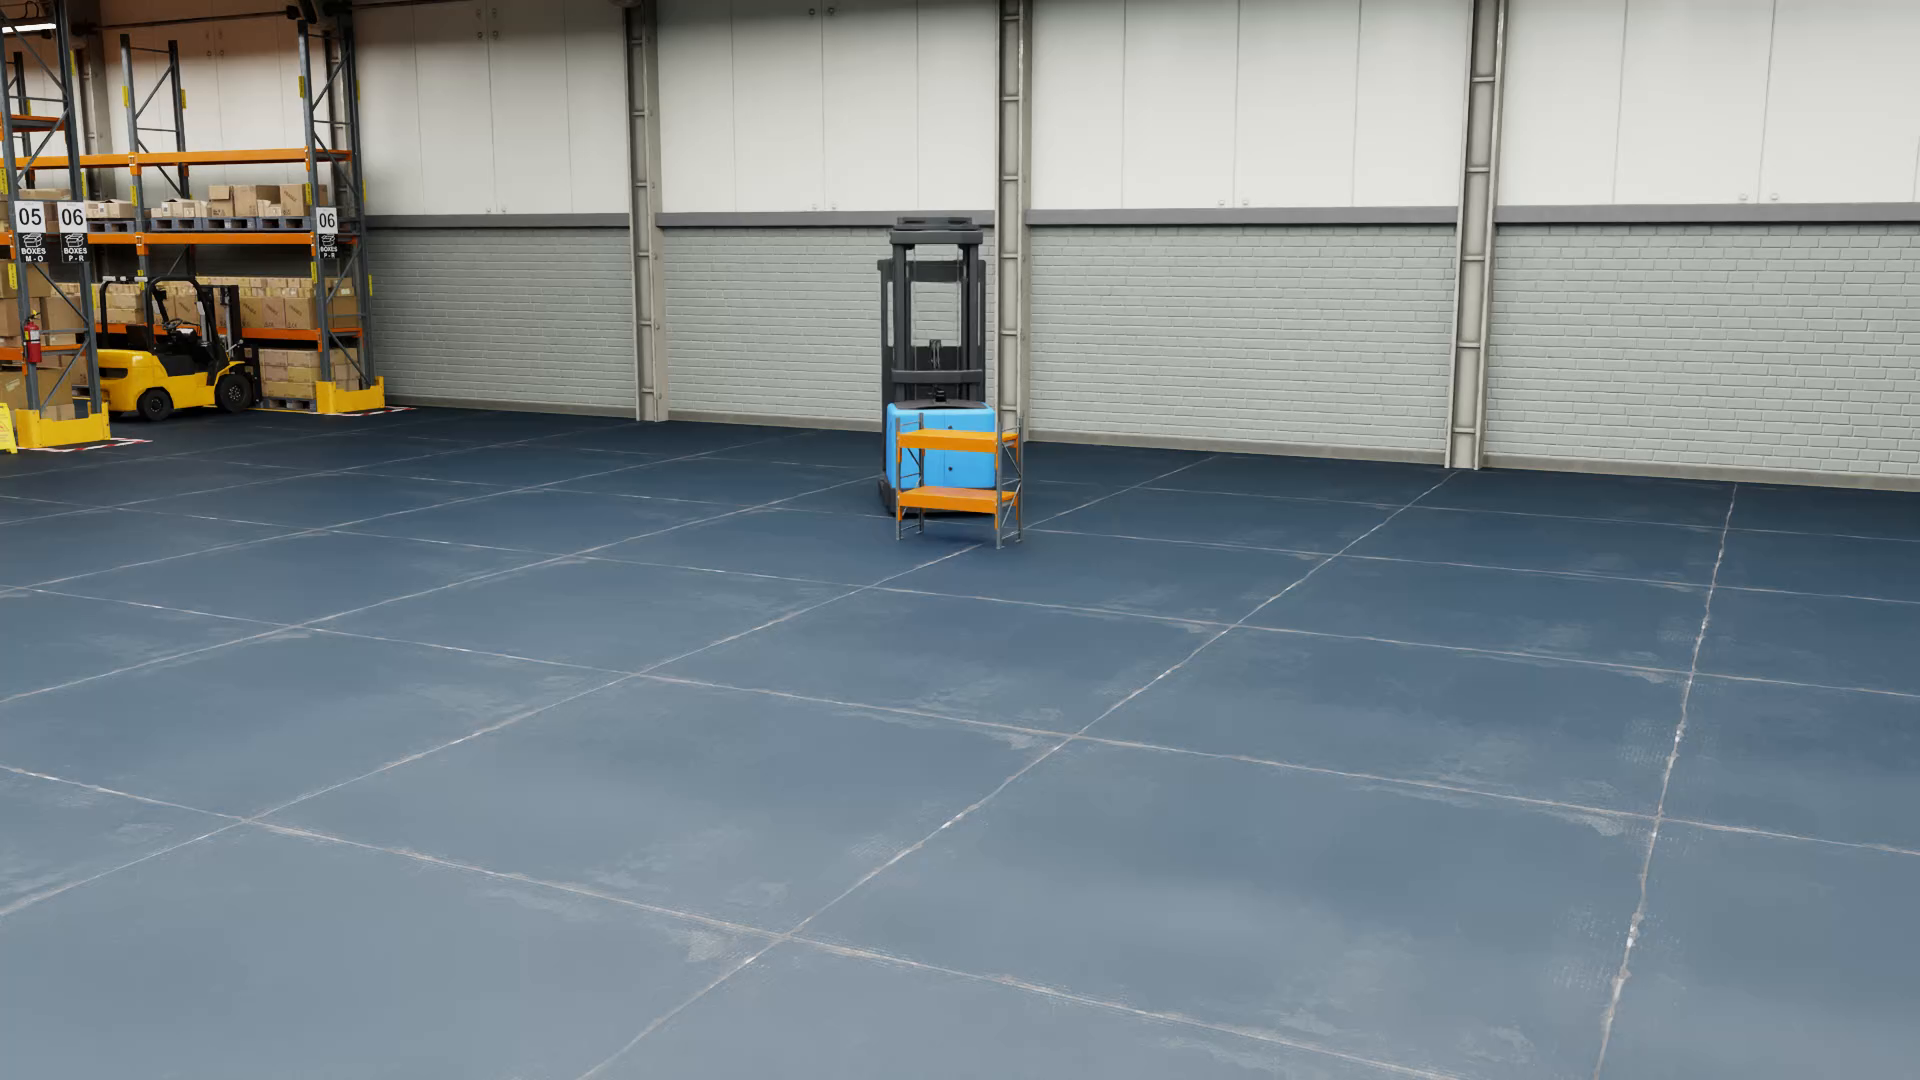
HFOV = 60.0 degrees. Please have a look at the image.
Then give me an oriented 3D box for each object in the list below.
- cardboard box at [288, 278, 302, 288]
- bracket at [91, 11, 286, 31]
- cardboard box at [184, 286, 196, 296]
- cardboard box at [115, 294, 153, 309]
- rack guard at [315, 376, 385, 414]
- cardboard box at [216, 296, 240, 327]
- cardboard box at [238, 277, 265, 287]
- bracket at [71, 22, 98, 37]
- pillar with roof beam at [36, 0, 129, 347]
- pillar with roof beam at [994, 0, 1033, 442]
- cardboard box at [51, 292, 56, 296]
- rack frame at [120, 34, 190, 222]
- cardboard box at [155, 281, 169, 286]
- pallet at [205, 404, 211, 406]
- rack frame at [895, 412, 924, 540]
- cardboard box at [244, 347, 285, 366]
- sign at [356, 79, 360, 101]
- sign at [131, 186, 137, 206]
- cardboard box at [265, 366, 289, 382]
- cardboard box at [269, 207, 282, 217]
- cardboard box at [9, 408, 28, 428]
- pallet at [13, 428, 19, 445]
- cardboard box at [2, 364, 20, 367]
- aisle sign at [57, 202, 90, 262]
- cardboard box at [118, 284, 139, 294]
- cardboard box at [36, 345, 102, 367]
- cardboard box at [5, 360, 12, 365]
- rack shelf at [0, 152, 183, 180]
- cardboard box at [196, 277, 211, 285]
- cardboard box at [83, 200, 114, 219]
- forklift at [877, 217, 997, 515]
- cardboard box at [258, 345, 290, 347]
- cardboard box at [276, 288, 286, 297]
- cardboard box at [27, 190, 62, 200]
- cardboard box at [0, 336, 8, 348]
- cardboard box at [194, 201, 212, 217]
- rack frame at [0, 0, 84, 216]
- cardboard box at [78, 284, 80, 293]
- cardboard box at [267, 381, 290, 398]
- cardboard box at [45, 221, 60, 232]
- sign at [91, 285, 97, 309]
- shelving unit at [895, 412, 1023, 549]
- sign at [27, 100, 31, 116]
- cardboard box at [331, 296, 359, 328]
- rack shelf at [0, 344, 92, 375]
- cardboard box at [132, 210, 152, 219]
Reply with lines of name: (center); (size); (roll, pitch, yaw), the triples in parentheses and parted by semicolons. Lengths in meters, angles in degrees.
cardboard box: (-10.481, -4.100, 26.522); (0.250, 0.149, 0.380); (5, 11, 26)
bracket: (-12.897, -8.677, 27.798); (4.783, 0.066, 0.076); (5, 11, 26)
cardboard box: (-12.582, -4.125, 27.496); (0.250, 0.149, 0.380); (5, 12, 27)
cardboard box: (-13.972, -4.061, 28.264); (0.500, 0.250, 0.500); (5, 11, 25)
rack guard: (-9.810, -2.344, 26.777); (0.348, 0.500, 1.175); (5, 11, 26)
cardboard box: (-11.766, -3.742, 27.205); (0.500, 0.500, 0.500); (5, 11, 26)
cardboard box: (-11.435, -4.170, 26.909); (0.250, 0.149, 0.380); (5, 12, 27)
bracket: (-15.223, -8.881, 28.927); (0.430, 0.232, 0.235); (5, 11, 26)
pillar with roof beam: (-17.343, -6.512, 25.943); (0.548, 9.000, 9.100); (5, 11, 26)
pillar with roof beam: (-1.201, -5.093, 18.105); (0.400, 9.000, 9.100); (5, 11, 26)
cardboard box: (-15.806, -4.221, 29.145); (0.500, 0.250, 0.500); (5, 11, 24)
rack frame: (-13.419, -6.843, 27.772); (0.127, 3.000, 1.000); (5, 11, 26)
cardboard box: (-13.264, -4.333, 27.813); (0.250, 0.149, 0.380); (5, 12, 27)
pallet: (-12.724, -2.450, 28.172); (1.213, 0.211, 1.003); (5, 11, 26)
rack frame: (-0.462, -0.594, 15.354); (0.032, 1.125, 0.500); (5, 11, 26)
cardboard box: (-11.300, -2.985, 27.037); (0.500, 0.250, 0.500); (5, 11, 27)
sign: (-9.581, -7.154, 26.420); (0.005, 0.325, 0.100); (5, 11, 26)
sign: (-13.650, -5.689, 27.482); (0.005, 0.325, 0.100); (5, 11, 26)
cardboard box: (-10.852, -2.705, 26.892); (0.500, 0.250, 0.500); (5, 11, 25)
cardboard box: (-10.709, -5.201, 26.367); (0.250, 0.149, 0.380); (5, 11, 24)
cardboard box: (-12.890, -1.659, 22.516); (0.500, 0.250, 0.500); (5, 11, 26)
pallet: (-12.806, -1.486, 22.849); (1.213, 0.211, 1.003); (5, 11, 26)
cardboard box: (-13.564, -2.196, 23.378); (0.500, 0.500, 0.500); (5, 12, 27)
aisle sign: (-11.832, -4.107, 22.198); (0.004, 0.787, 0.394); (5, 11, 26)
cardboard box: (-14.063, -4.268, 28.289); (0.250, 0.149, 0.380); (5, 11, 25)
cardboard box: (-15.863, -3.143, 29.661); (0.625, 0.625, 0.875); (5, 12, 28)
cardboard box: (-17.480, -3.182, 30.228); (0.500, 0.500, 0.500); (5, 12, 27)
rack shelf: (-15.213, -6.450, 28.743); (4.000, 0.370, 1.077); (5, 11, 26)
cardboard box: (-12.327, -4.256, 27.384); (0.250, 0.149, 0.380); (5, 11, 25)
cardboard box: (-14.864, -5.658, 28.435); (0.500, 0.311, 0.500); (5, 11, 24)
forklift: (-0.300, -1.912, 17.566); (1.130, 2.935, 3.031); (-1, 10, -6)
cardboard box: (-11.529, -3.111, 27.730); (0.500, 0.250, 0.500); (5, 11, 25)
cardboard box: (-10.715, -3.972, 26.654); (0.250, 0.149, 0.380); (5, 12, 27)
cardboard box: (-12.253, -4.588, 22.202); (0.250, 0.149, 0.380); (5, 11, 25)
cardboard box: (-12.731, -2.657, 22.192); (0.250, 0.149, 0.380); (5, 11, 25)
cardboard box: (-12.222, -5.391, 27.091); (0.258, 0.266, 0.396); (5, 11, 24)
rack frame: (-12.025, -5.735, 21.649); (0.127, 3.000, 1.000); (5, 11, 26)
cardboard box: (-14.983, -4.347, 28.723); (0.250, 0.149, 0.380); (5, 11, 26)
cardboard box: (-10.835, -2.457, 26.923); (0.500, 0.250, 0.500); (5, 11, 26)
cardboard box: (-12.179, -4.213, 22.369); (0.250, 0.149, 0.380); (5, 11, 26)
sign: (-11.785, -3.295, 22.585); (0.005, 0.325, 0.100); (5, 11, 26)
shelving unit: (-0.006, -0.554, 15.133); (1.048, 1.125, 0.538); (5, 11, 26)
sign: (-16.764, -7.785, 29.908); (0.005, 0.325, 0.100); (5, 11, 26)
cardboard box: (-10.153, -3.708, 27.017); (0.500, 0.500, 0.500); (5, 12, 28)
rack shelf: (-13.818, -2.586, 23.118); (4.000, 0.370, 1.077); (5, 11, 26)
cardboard box: (-14.093, -5.597, 28.558); (0.250, 0.149, 0.380); (5, 11, 26)
